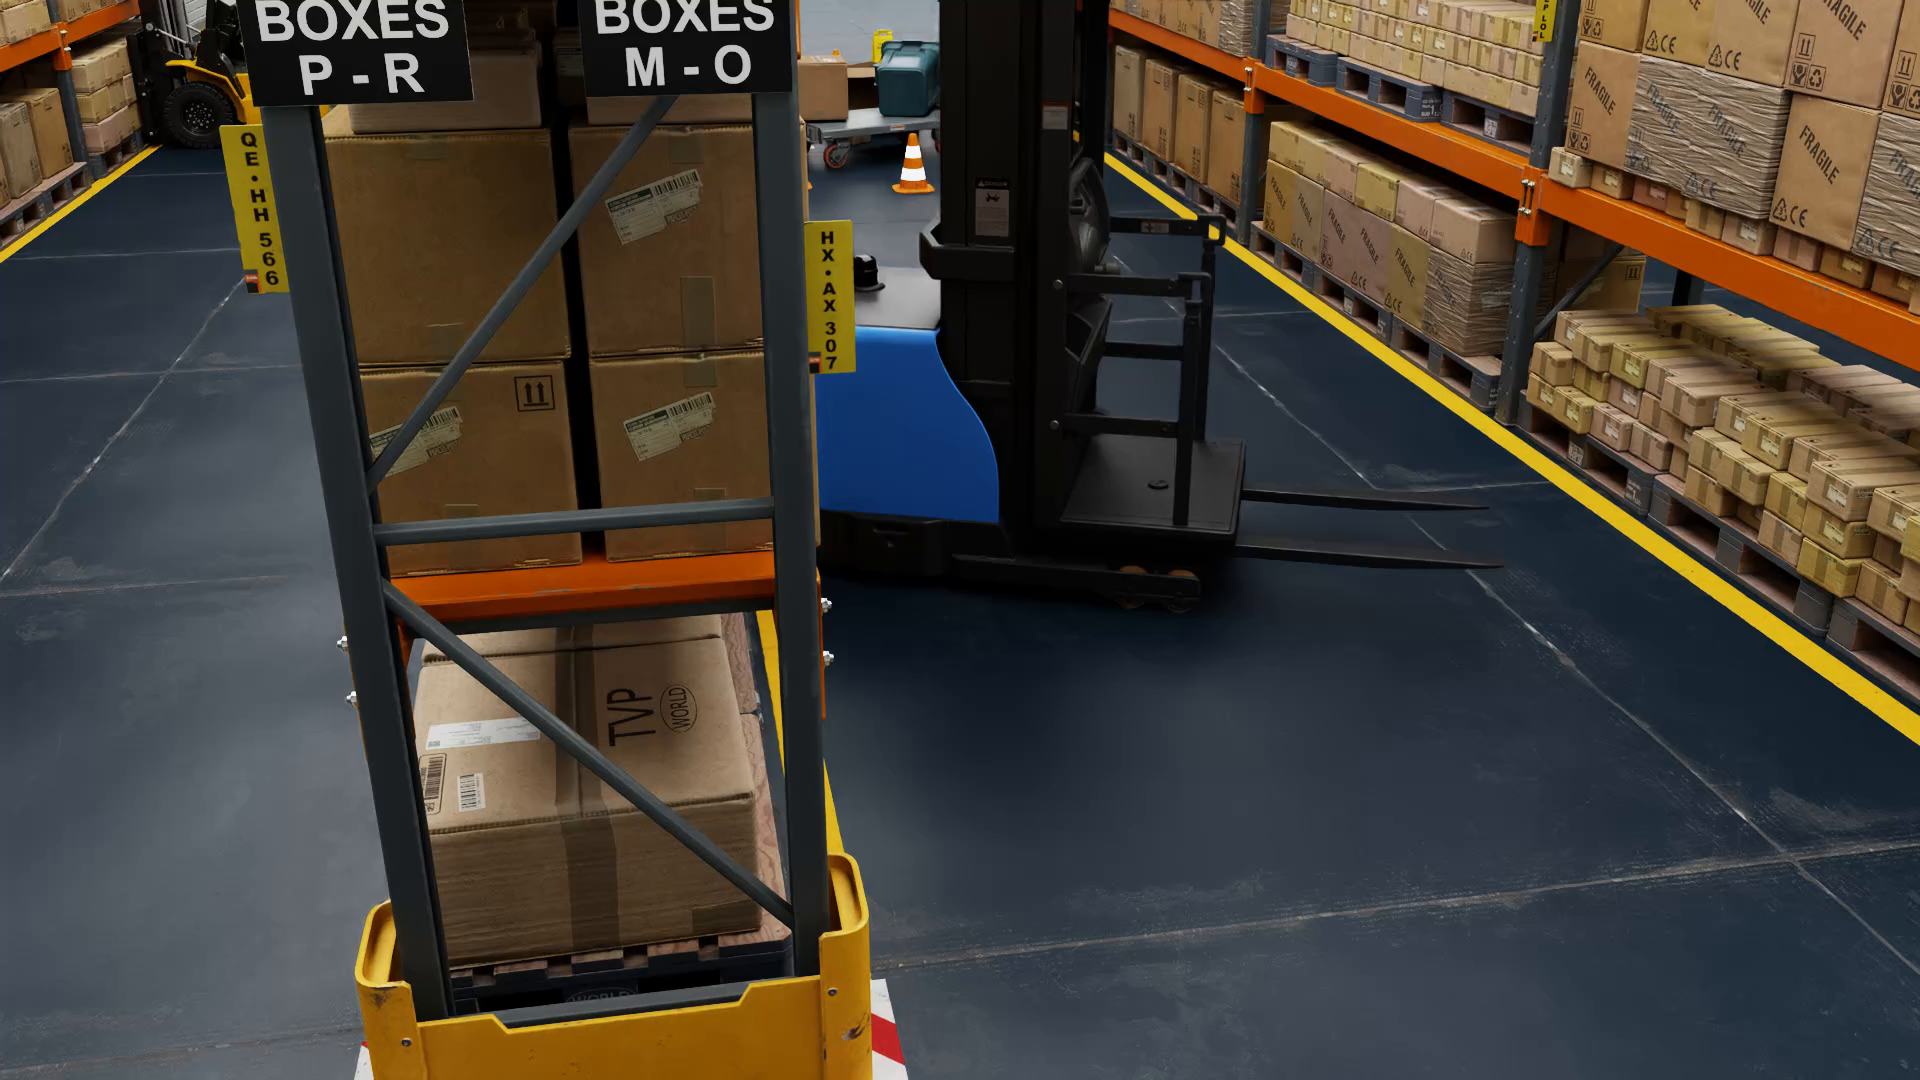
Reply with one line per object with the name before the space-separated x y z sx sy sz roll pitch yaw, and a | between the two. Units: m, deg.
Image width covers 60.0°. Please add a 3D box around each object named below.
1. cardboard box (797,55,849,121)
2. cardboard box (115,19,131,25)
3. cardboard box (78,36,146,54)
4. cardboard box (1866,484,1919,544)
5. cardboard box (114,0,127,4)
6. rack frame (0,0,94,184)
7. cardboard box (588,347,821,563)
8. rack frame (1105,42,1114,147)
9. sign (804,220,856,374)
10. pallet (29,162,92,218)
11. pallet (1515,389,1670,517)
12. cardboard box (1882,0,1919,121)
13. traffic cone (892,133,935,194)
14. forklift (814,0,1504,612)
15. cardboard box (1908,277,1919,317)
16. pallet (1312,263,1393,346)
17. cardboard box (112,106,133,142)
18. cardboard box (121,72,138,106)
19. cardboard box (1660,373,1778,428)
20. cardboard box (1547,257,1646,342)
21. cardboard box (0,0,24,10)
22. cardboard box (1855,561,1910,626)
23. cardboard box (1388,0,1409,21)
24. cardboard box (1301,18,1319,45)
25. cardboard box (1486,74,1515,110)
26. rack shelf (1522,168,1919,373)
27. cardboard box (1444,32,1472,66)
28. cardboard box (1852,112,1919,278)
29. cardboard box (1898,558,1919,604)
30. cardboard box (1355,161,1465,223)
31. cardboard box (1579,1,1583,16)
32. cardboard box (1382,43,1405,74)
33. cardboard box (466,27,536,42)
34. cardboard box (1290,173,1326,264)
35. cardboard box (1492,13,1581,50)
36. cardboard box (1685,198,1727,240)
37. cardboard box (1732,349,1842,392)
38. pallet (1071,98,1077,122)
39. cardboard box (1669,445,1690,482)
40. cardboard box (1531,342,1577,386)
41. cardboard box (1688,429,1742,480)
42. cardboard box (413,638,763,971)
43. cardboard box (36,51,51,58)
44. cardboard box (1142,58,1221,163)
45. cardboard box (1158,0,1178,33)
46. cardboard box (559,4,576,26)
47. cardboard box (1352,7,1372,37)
cardboard box | -1.293 -4.099 15.064 0.500 0.500 0.500 -4 24 -10
cardboard box | -8.751 -5.146 16.946 0.500 0.250 0.500 -5 24 -11
cardboard box | -7.973 -4.593 15.680 0.500 0.250 0.500 -5 24 -11
cardboard box | 3.533 -0.090 6.002 0.380 0.149 0.250 -5 24 -12
cardboard box | -8.019 -5.227 15.345 0.500 0.500 0.500 -4 24 -9
rack frame | -7.914 -4.385 13.542 1.000 3.000 0.127 -4 24 -10
cardboard box | -0.624 -0.290 4.040 0.500 0.500 0.500 -4 24 -10
rack frame | 1.809 -5.160 15.317 1.000 3.000 0.127 -4 24 -10
sign | -0.271 -0.505 3.479 0.100 0.325 0.005 -4 24 -10
pallet | -7.740 -2.820 13.443 1.003 0.211 1.213 -4 24 -10
pallet | 3.448 -0.474 8.071 1.003 0.211 1.213 -4 24 -10
cardboard box | 3.500 -1.645 5.523 0.500 0.500 0.500 -3 24 -7
traffic cone | -0.395 -3.167 13.923 0.336 0.463 0.334 -4 24 -10
forklift | 0.698 -1.288 6.538 3.031 2.935 1.130 5 24 10
cardboard box | 3.530 -0.835 5.727 0.380 0.149 0.250 -5 24 -12
pallet | 2.914 -1.522 10.472 1.003 0.211 1.213 -4 24 -10
cardboard box | -7.787 -3.731 14.955 0.500 0.250 0.500 -5 24 -11
cardboard box | -7.877 -4.156 15.304 0.500 0.250 0.500 -5 24 -10
cardboard box | 3.274 -0.605 7.182 0.380 0.149 0.250 -4 24 -9
cardboard box | 3.413 -1.370 9.238 0.500 0.500 0.500 -3 24 -8
cardboard box | -7.470 -4.169 12.611 0.500 0.250 0.500 -5 24 -11
cardboard box | 3.556 0.182 6.122 0.380 0.149 0.250 -4 24 -9
cardboard box | 2.731 -3.125 9.704 0.380 0.149 0.250 -5 24 -10
cardboard box | 2.483 -3.367 11.002 0.380 0.149 0.250 -3 24 -7
cardboard box | 2.972 -2.334 8.636 0.380 0.149 0.250 -4 24 -9
rack shelf | 3.658 -0.897 6.454 1.077 0.370 4.000 -4 24 -10
cardboard box | 2.873 -2.677 9.050 0.380 0.149 0.250 -5 24 -11
cardboard box | 3.499 -1.181 5.710 0.500 0.500 0.500 -4 24 -10
cardboard box | 3.552 0.147 5.831 0.380 0.149 0.250 -5 24 -12
cardboard box | 2.709 -2.088 9.945 0.500 0.250 0.500 -5 24 -12
cardboard box | 3.522 -2.861 9.098 0.380 0.149 0.250 -5 24 -10
cardboard box | 2.727 -2.849 9.815 0.380 0.149 0.250 -5 24 -11
cardboard box | -1.151 -1.059 3.743 0.380 0.149 0.250 -4 24 -9
cardboard box | 2.525 -2.139 10.998 0.500 0.500 0.500 -4 24 -9
cardboard box | 2.972 -2.612 8.529 0.380 0.149 0.250 -5 24 -11
cardboard box | 3.268 -1.354 6.916 0.380 0.149 0.250 -4 24 -9
cardboard box | 3.721 -0.748 7.510 0.380 0.149 0.250 -4 24 -8
pallet | 1.517 -4.668 17.674 1.003 0.211 1.213 -4 24 -10
cardboard box | 3.367 -0.334 7.305 0.380 0.149 0.250 -5 24 -12
cardboard box | 3.041 -0.869 8.158 0.380 0.149 0.250 -3 24 -7
cardboard box | 3.316 -0.363 6.999 0.380 0.149 0.250 -4 24 -10
cardboard box | -1.038 0.696 4.586 0.875 0.438 0.875 -5 24 -12
cardboard box | -8.304 -4.153 14.673 0.500 0.250 0.500 -5 24 -11
cardboard box | 2.187 -3.704 14.270 1.050 0.750 0.750 -4 24 -10
cardboard box | 1.920 -4.384 13.415 0.500 0.500 0.500 -4 24 -9
cardboard box | -1.536 -1.504 5.573 0.500 0.500 0.500 -4 24 -9
cardboard box | 2.638 -3.187 10.216 0.380 0.149 0.250 -4 24 -10
